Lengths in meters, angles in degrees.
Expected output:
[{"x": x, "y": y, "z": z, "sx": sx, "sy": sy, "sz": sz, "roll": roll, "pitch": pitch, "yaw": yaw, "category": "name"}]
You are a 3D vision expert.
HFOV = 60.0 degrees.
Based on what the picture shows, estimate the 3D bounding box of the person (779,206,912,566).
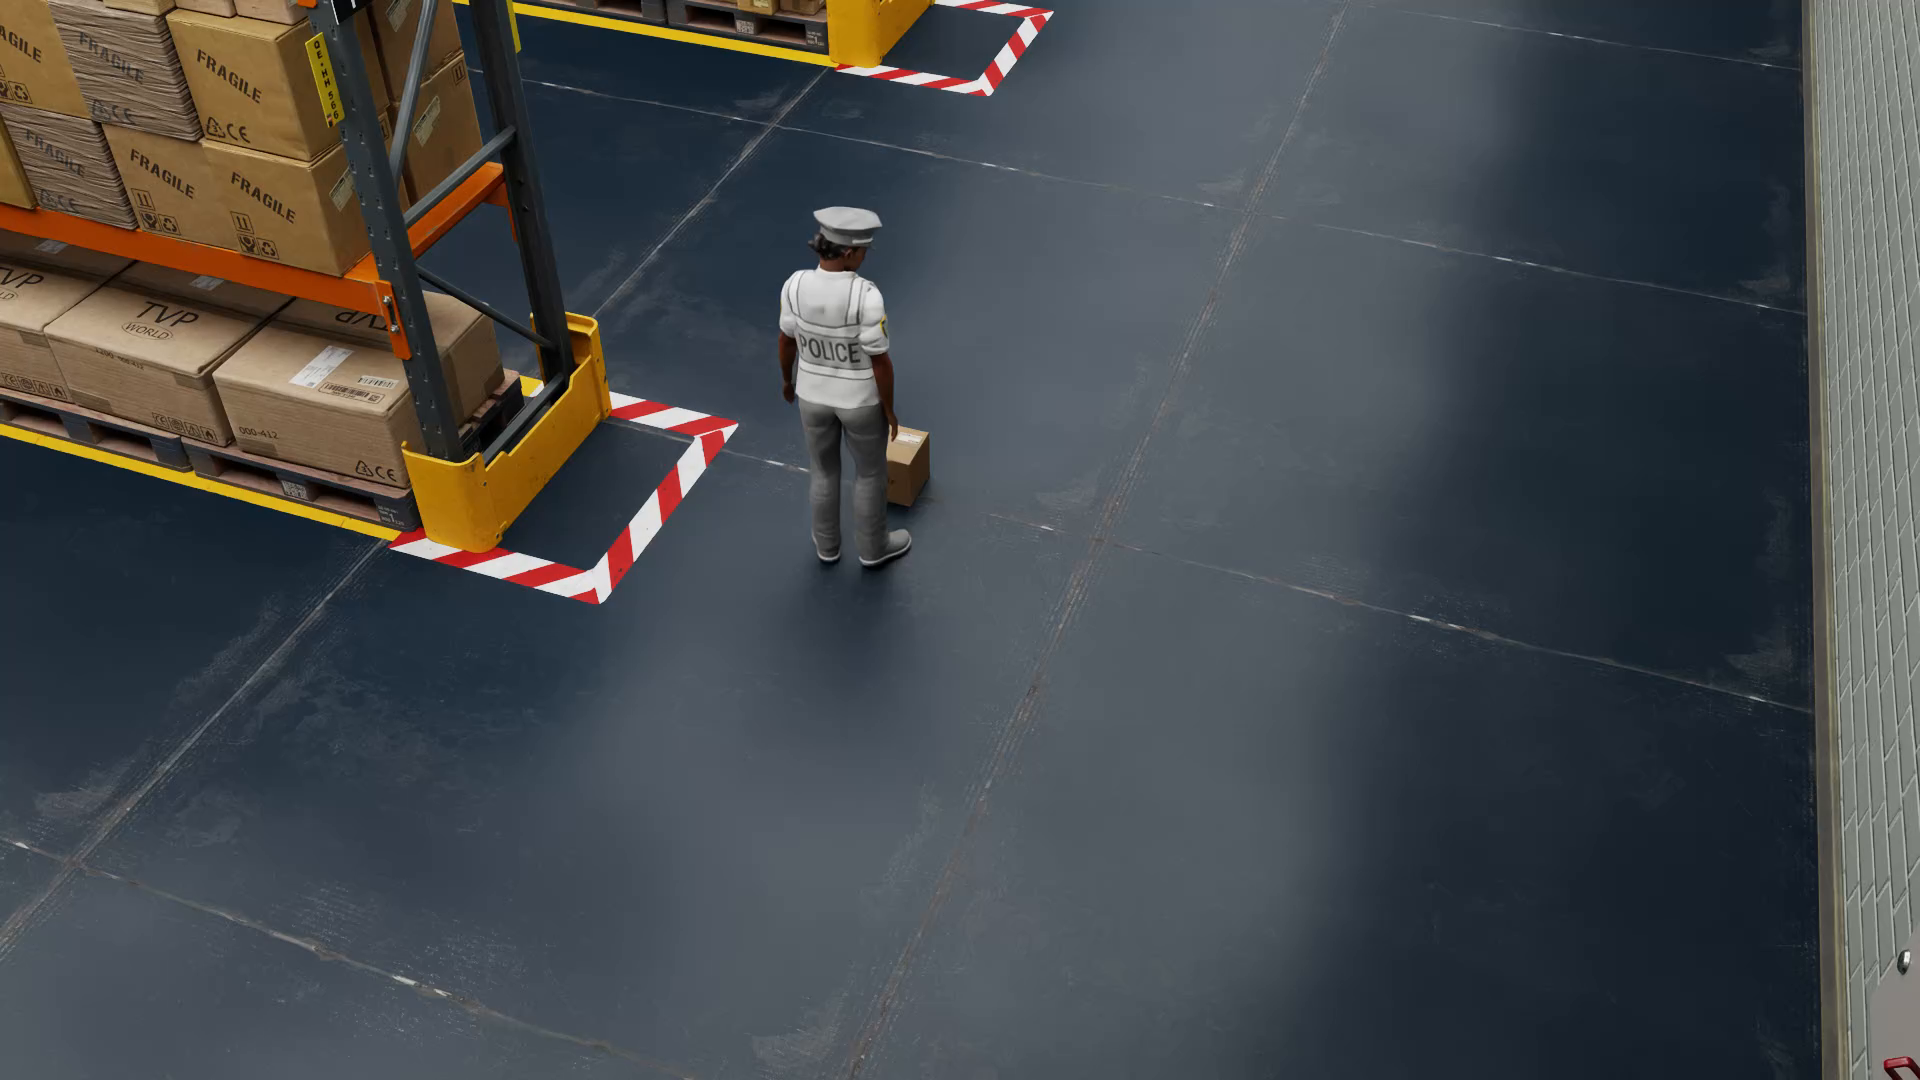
[{"x": -0.491, "y": -0.593, "z": 6.812, "sx": 0.537, "sy": 1.672, "sz": 0.397, "roll": 10, "pitch": 43, "yaw": 11, "category": "person"}]
